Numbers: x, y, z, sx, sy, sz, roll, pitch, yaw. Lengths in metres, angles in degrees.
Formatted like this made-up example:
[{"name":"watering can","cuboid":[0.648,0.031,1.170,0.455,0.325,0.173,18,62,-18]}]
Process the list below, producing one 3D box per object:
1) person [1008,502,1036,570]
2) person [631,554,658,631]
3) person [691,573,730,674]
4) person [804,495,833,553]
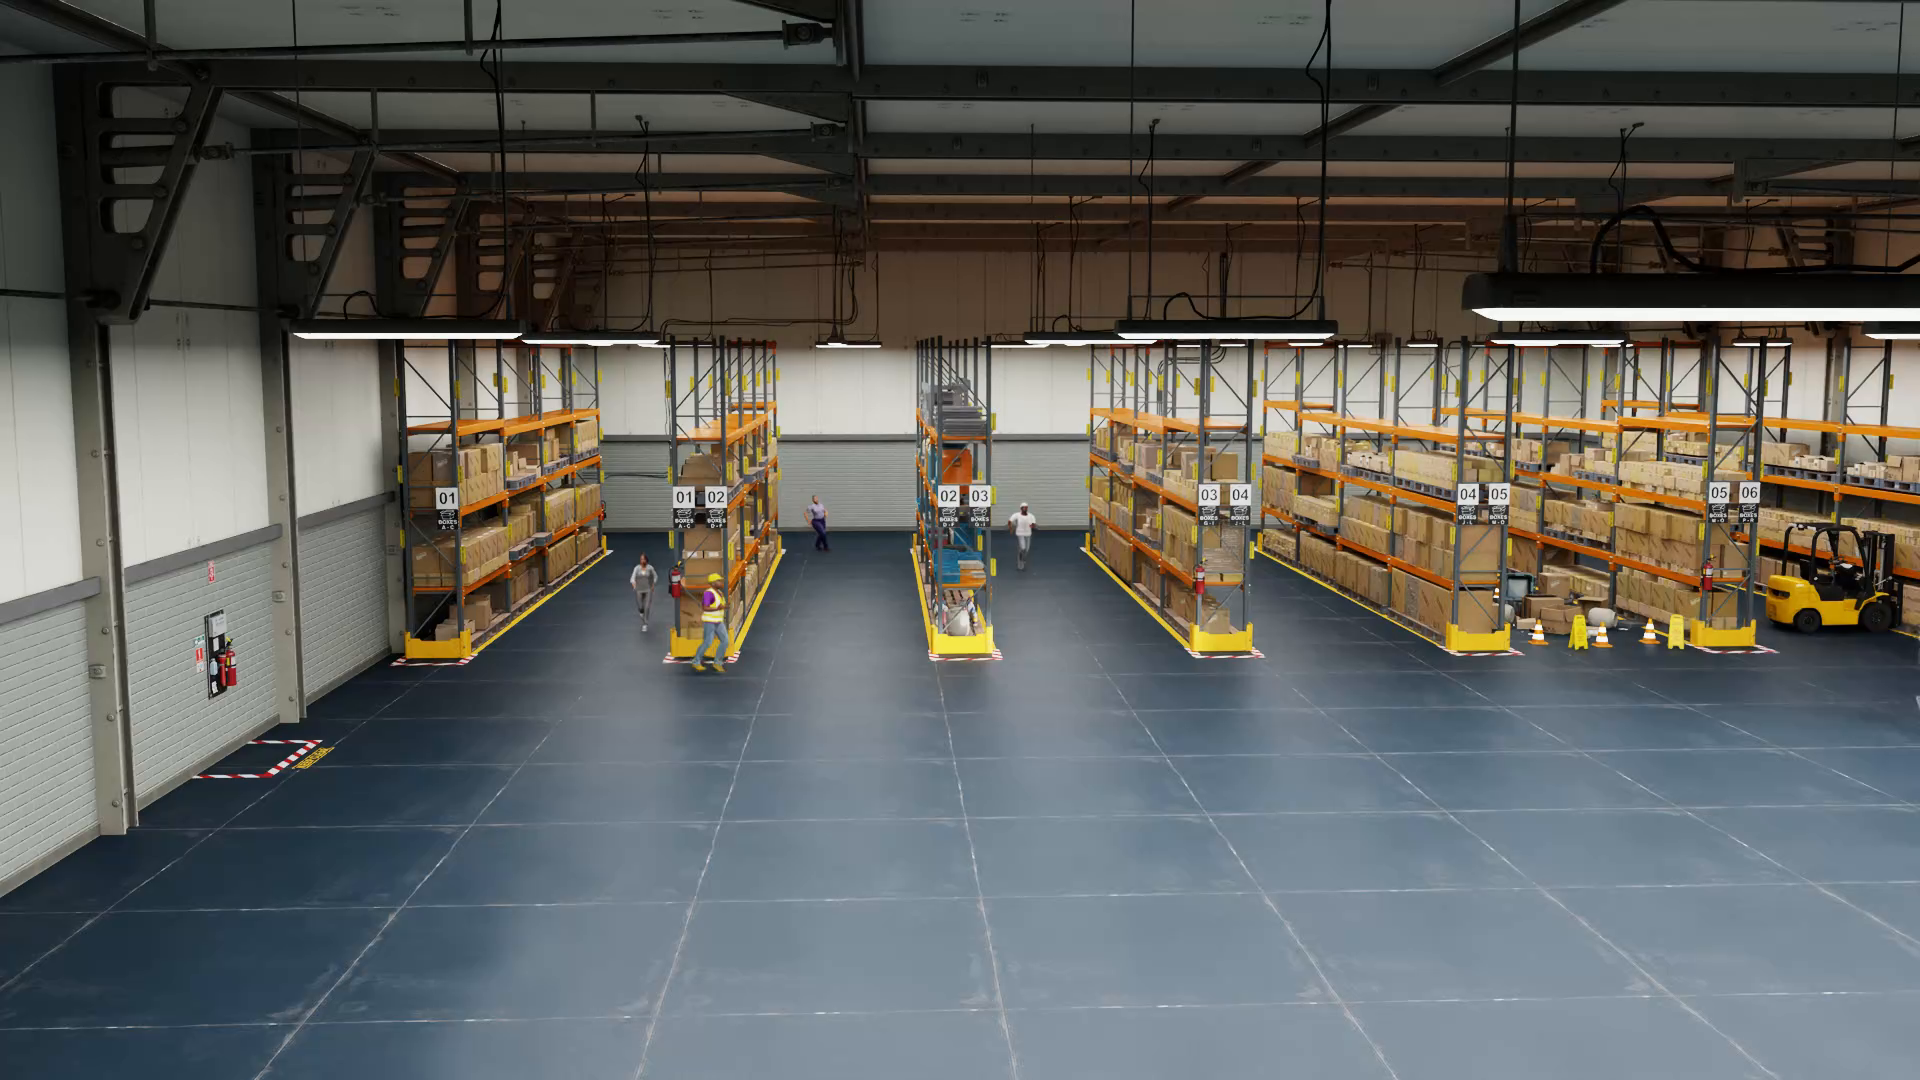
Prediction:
[{"name":"person","cuboid":[1.673,-0.098,43.602,0.669,1.785,0.720,-2,7,-18]},{"name":"person","cuboid":[-6.500,1.067,34.274,0.546,1.567,0.657,-1,7,-8]},{"name":"person","cuboid":[-4.392,1.501,29.639,0.743,1.824,0.696,3,7,22]},{"name":"person","cuboid":[-3.983,-0.456,47.344,0.847,1.636,0.643,5,8,39]}]
